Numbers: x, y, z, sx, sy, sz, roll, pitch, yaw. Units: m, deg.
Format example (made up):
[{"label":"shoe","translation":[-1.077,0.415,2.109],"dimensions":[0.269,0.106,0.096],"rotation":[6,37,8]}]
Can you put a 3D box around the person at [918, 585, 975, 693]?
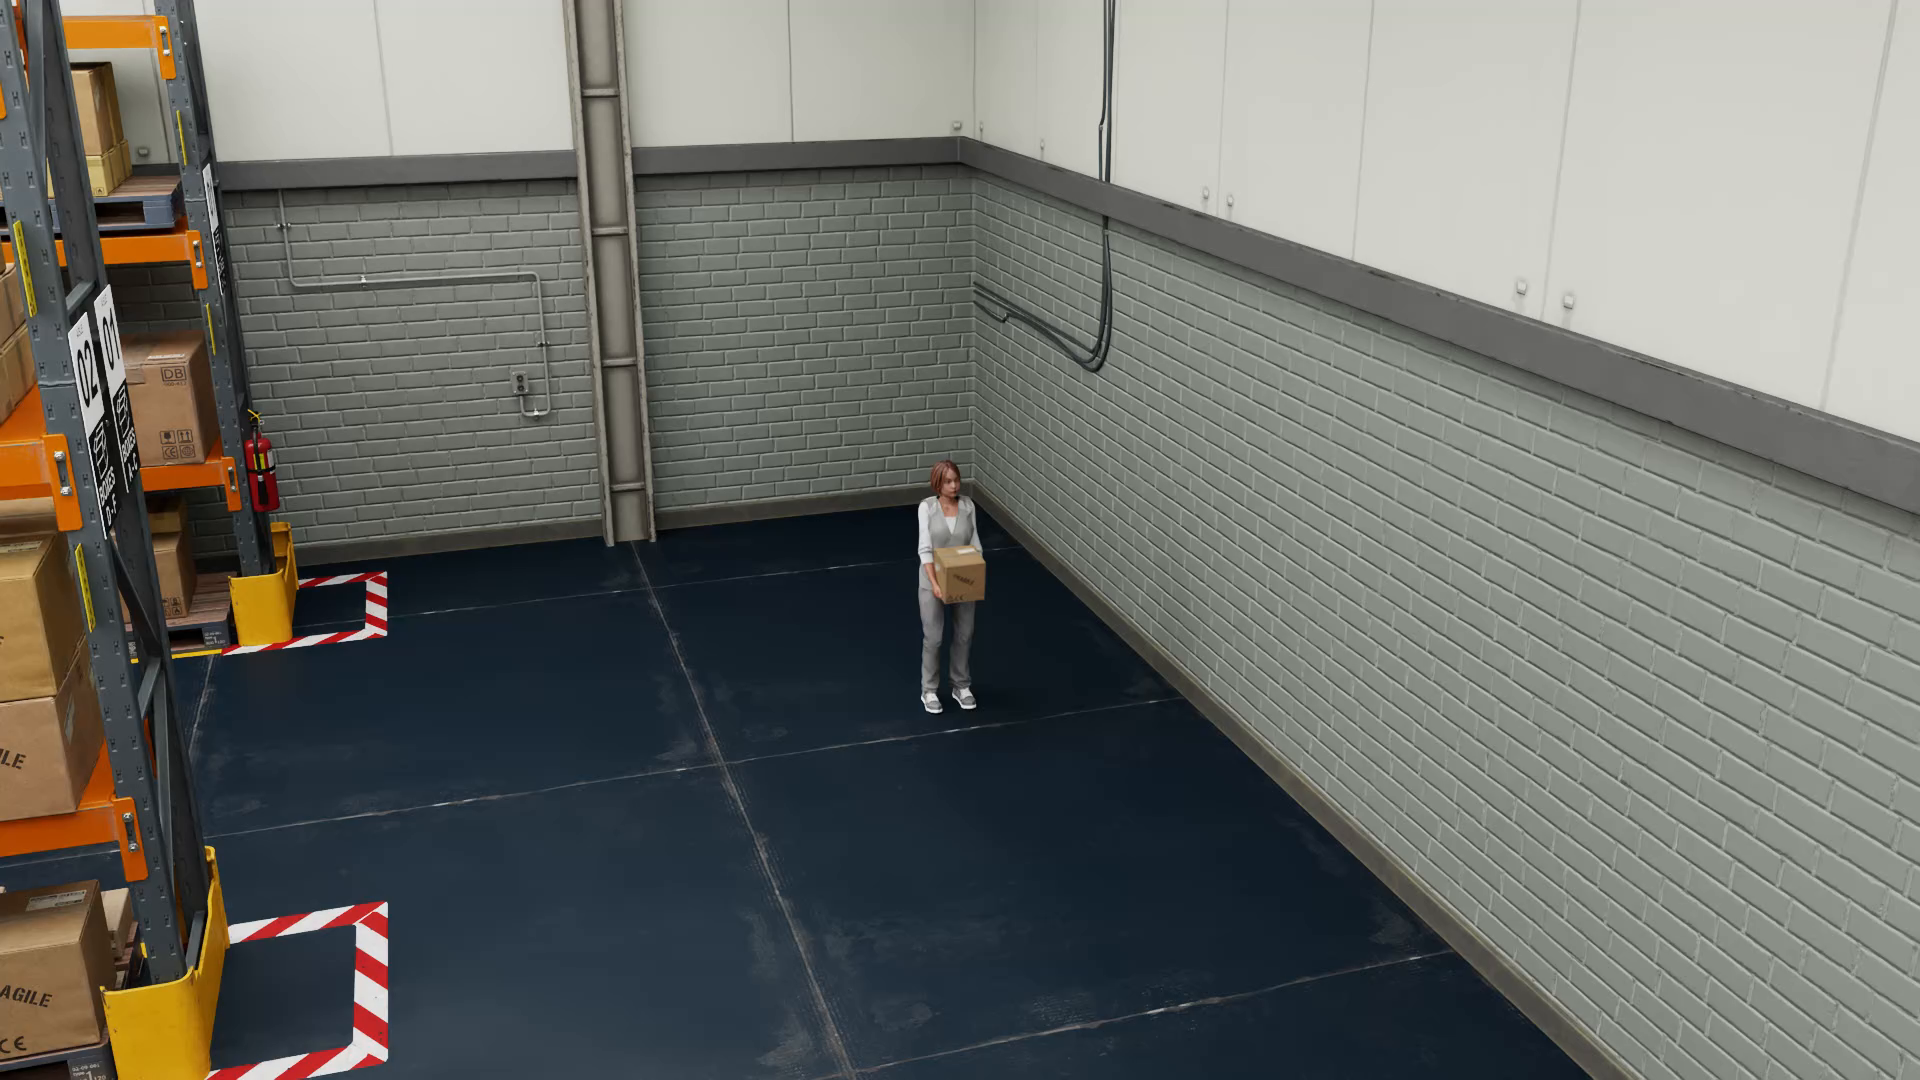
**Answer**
[{"label":"person","translation":[-0.083,0.569,10.398],"dimensions":[0.354,0.851,0.248],"rotation":[-6,20,-16]}]
